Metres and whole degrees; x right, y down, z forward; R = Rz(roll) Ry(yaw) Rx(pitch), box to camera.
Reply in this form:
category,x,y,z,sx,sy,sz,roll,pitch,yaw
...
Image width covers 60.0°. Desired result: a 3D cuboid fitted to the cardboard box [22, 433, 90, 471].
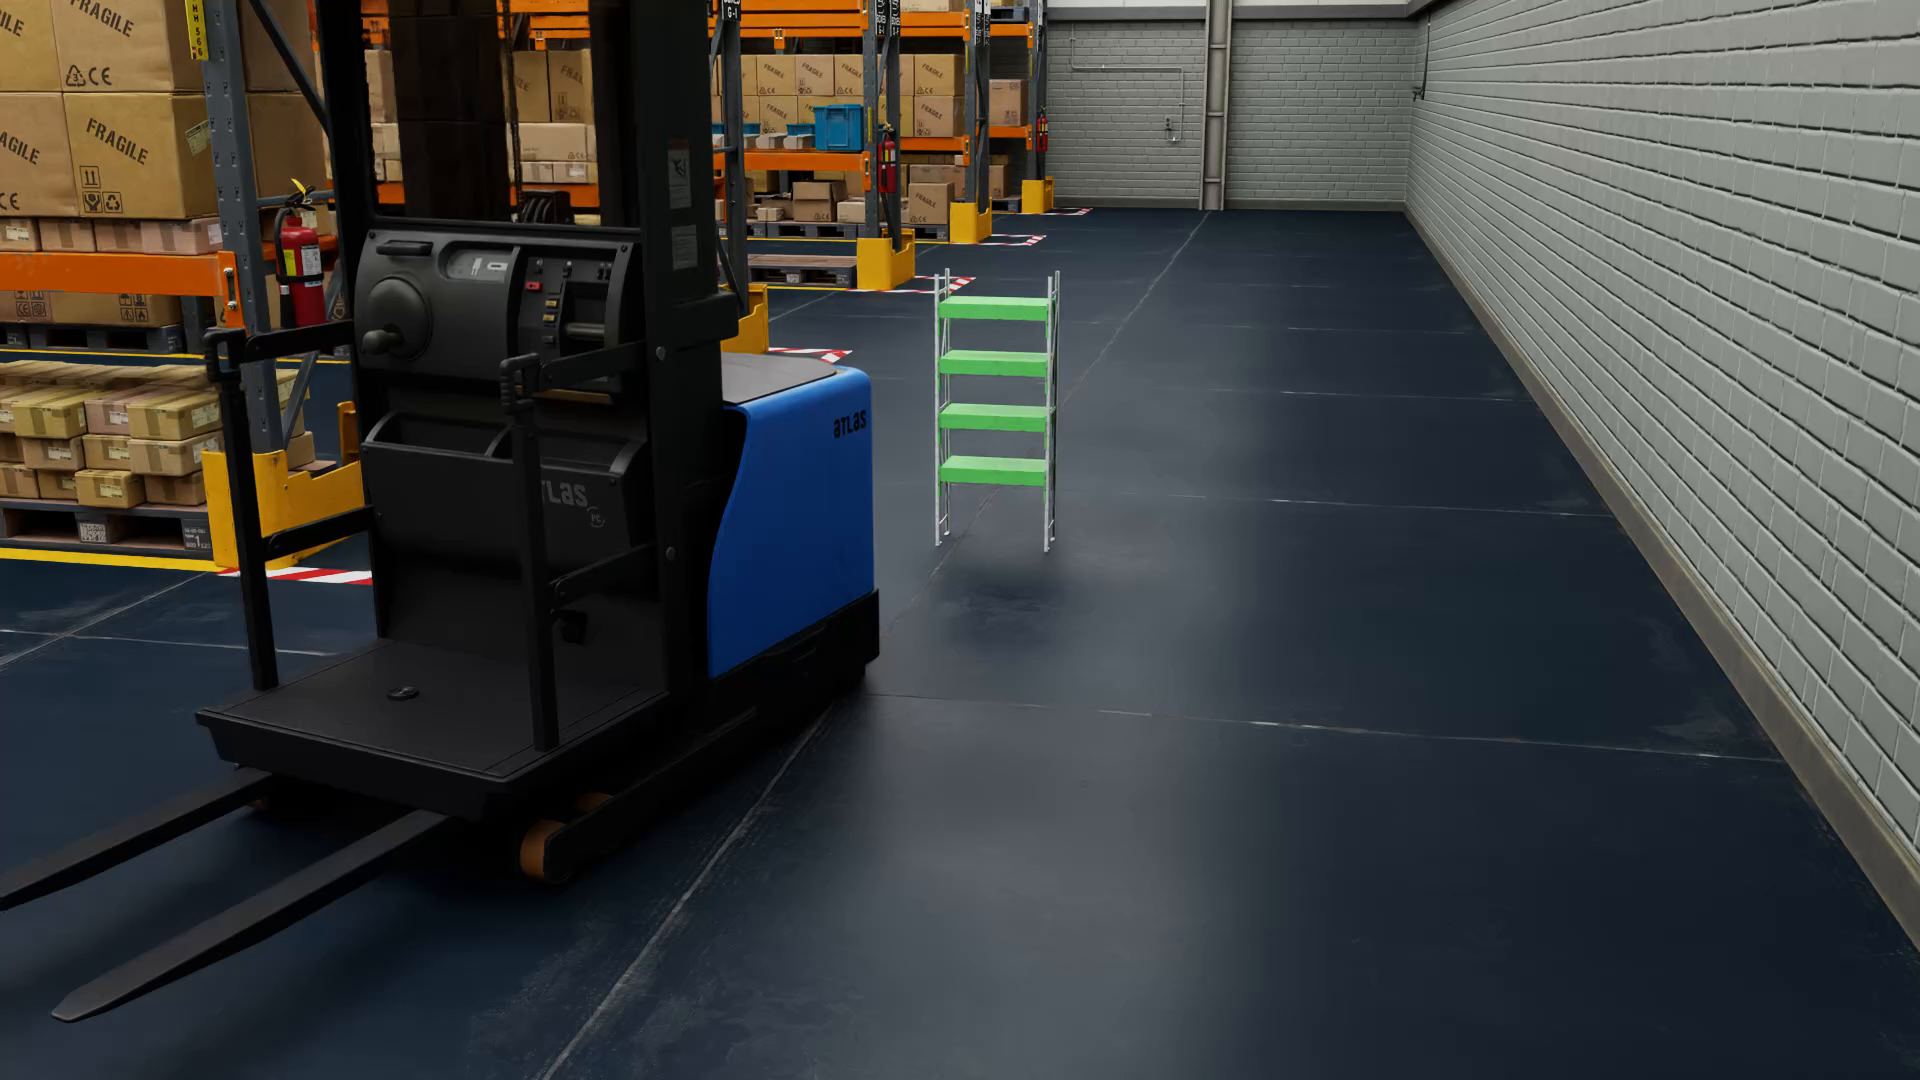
category,x,y,z,sx,sy,sz,roll,pitch,yaw
cardboard box,-3.928,-0.424,7.401,0.250,0.149,0.380,2,16,9

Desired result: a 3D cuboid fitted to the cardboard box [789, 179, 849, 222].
category,x,y,z,sx,sy,sz,roll,pitch,yaw
cardboard box,-1.856,-4.478,21.892,0.637,0.503,0.797,3,16,11

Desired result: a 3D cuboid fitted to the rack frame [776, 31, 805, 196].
category,x,y,z,sx,sy,sz,roll,pitch,yaw
rack frame,-2.715,-6.864,26.652,0.127,3.000,1.000,3,16,11

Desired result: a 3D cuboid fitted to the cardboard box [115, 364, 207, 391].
category,x,y,z,sx,sy,sz,roll,pitch,yaw
cardboard box,-3.805,-0.734,7.961,0.250,0.149,0.380,3,16,11

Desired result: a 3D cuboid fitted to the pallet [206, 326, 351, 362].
category,x,y,z,sx,sy,sz,roll,pitch,yaw
pallet,-4.947,-1.572,12.771,1.213,0.211,1.003,3,16,11

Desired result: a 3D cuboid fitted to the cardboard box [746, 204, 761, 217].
category,x,y,z,sx,sy,sz,roll,pitch,yaw
cardboard box,-2.704,-4.446,22.439,0.250,0.149,0.380,3,16,11

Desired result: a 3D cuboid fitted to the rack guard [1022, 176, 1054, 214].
category,x,y,z,sx,sy,sz,roll,pitch,yaw
rack guard,1.228,-5.445,26.213,0.348,0.500,1.175,3,16,11

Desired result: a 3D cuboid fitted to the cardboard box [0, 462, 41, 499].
category,x,y,z,sx,sy,sz,roll,pitch,yaw
cardboard box,-4.160,-0.307,7.536,0.250,0.149,0.380,3,16,12

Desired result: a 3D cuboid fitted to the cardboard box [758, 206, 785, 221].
category,x,y,z,sx,sy,sz,roll,pitch,yaw
cardboard box,-2.481,-4.292,21.851,0.250,0.166,0.380,3,16,11

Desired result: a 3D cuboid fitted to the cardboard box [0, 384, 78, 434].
category,x,y,z,sx,sy,sz,roll,pitch,yaw
cardboard box,-4.168,-0.588,7.435,0.250,0.149,0.380,2,16,9

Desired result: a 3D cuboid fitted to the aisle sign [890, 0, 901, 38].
category,x,y,z,sx,sy,sz,roll,pitch,yaw
aisle sign,-0.640,-5.386,16.448,0.004,0.787,0.394,3,16,11

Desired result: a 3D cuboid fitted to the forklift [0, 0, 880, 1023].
category,x,y,z,sx,sy,sz,roll,pitch,yaw
forklift,-1.379,-0.657,4.375,1.130,2.935,3.031,7,17,25

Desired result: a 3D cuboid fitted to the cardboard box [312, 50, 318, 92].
category,x,y,z,sx,sy,sz,roll,pitch,yaw
cardboard box,-4.777,-3.289,12.064,0.500,0.500,0.500,3,16,11

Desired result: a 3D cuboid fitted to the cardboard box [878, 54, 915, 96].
category,x,y,z,sx,sy,sz,roll,pitch,yaw
cardboard box,-0.765,-5.864,20.981,0.500,0.500,0.500,4,16,13

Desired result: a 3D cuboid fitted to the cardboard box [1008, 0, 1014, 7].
category,x,y,z,sx,sy,sz,roll,pitch,yaw
cardboard box,0.538,-8.378,25.806,0.500,0.250,0.500,4,16,14

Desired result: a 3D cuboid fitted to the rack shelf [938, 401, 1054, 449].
category,x,y,z,sx,sy,sz,roll,pitch,yaw
rack shelf,0.162,-0.508,7.317,0.480,0.148,0.258,3,16,11

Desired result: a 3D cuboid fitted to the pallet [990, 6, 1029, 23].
category,x,y,z,sx,sy,sz,roll,pitch,yaw
pallet,0.476,-8.091,25.628,1.213,0.211,1.003,3,16,11

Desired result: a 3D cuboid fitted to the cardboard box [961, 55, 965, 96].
category,x,y,z,sx,sy,sz,roll,pitch,yaw
cardboard box,-0.161,-5.978,21.393,0.500,0.500,0.500,4,16,13

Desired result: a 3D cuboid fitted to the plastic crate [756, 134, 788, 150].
category,x,y,z,sx,sy,sz,roll,pitch,yaw
plastic crate,-1.886,-3.977,16.610,0.243,0.136,0.396,3,16,11

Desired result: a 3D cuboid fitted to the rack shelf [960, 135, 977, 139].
category,x,y,z,sx,sy,sz,roll,pitch,yaw
rack shelf,-1.739,-5.243,21.650,3.809,0.052,0.919,3,16,11

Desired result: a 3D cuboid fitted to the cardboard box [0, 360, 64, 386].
category,x,y,z,sx,sy,sz,roll,pitch,yaw
cardboard box,-4.583,-0.769,8.087,0.250,0.149,0.380,3,16,12

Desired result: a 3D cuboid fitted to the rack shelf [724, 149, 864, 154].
category,x,y,z,sx,sy,sz,roll,pitch,yaw
rack shelf,-2.729,-3.948,16.973,3.809,0.052,0.919,3,16,11

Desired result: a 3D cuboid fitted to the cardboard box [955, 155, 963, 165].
category,x,y,z,sx,sy,sz,roll,pitch,yaw
cardboard box,0.086,-5.945,26.016,0.250,0.149,0.380,4,16,13

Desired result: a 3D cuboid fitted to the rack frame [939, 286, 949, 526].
category,x,y,z,sx,sy,sz,roll,pitch,yaw
rack frame,-0.077,-0.582,7.346,0.006,1.046,0.228,3,16,11

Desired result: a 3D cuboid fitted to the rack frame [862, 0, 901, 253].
category,x,y,z,sx,sy,sz,roll,pitch,yaw
rack frame,-0.770,-4.060,16.528,0.127,3.000,1.000,3,16,11

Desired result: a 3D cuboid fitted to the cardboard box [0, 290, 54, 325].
category,x,y,z,sx,sy,sz,roll,pitch,yaw
cardboard box,-7.183,-2.231,13.121,0.875,0.875,1.225,3,16,9

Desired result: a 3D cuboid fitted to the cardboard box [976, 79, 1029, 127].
category,x,y,z,sx,sy,sz,roll,pitch,yaw
cardboard box,0.703,-6.820,25.933,0.700,0.700,0.980,4,16,14

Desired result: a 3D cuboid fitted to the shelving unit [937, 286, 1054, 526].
category,x,y,z,sx,sy,sz,roll,pitch,yaw
shelving unit,0.159,-0.570,7.301,0.487,1.046,0.258,3,16,11

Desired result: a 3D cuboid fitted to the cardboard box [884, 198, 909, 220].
category,x,y,z,sx,sy,sz,roll,pitch,yaw
cardboard box,-0.745,-4.372,21.982,0.500,0.250,0.500,3,16,11

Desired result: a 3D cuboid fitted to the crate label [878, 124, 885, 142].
category,x,y,z,sx,sy,sz,roll,pitch,yaw
crate label,-0.946,-4.107,16.901,0.303,0.233,0.416,3,16,11

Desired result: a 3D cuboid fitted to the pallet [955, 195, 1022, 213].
category,x,y,z,sx,sy,sz,roll,pitch,yaw
pallet,0.406,-5.329,26.336,1.213,0.211,1.003,3,16,11

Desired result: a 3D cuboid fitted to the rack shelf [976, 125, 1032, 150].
category,x,y,z,sx,sy,sz,roll,pitch,yaw
rack shelf,-0.755,-6.411,26.364,4.000,0.370,1.077,3,16,11

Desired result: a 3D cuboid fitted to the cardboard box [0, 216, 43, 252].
category,x,y,z,sx,sy,sz,roll,pitch,yaw
cardboard box,-3.959,-1.334,7.159,0.250,0.149,0.380,4,16,13

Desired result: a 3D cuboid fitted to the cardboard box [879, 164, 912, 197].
category,x,y,z,sx,sy,sz,roll,pitch,yaw
cardboard box,-1.009,-5.740,26.489,0.500,0.500,0.700,3,16,12

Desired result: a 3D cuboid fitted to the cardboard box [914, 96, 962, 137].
category,x,y,z,sx,sy,sz,roll,pitch,yaw
cardboard box,-0.272,-5.356,21.021,0.500,0.500,0.500,4,16,13

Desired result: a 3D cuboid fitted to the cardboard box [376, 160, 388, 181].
category,x,y,z,sx,sy,sz,roll,pitch,yaw
cardboard box,-4.182,-2.684,12.033,0.250,0.149,0.380,3,16,12

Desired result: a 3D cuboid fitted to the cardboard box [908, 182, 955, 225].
category,x,y,z,sx,sy,sz,roll,pitch,yaw
cardboard box,-0.361,-4.327,21.352,0.500,0.500,0.500,3,16,11

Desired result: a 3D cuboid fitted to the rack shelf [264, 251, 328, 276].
category,x,y,z,sx,sy,sz,roll,pitch,yaw
rack shelf,-4.804,-1.300,7.647,3.687,0.071,0.831,3,16,11

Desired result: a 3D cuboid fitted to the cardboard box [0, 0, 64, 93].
category,x,y,z,sx,sy,sz,roll,pitch,yaw
cardboard box,-3.839,-2.131,6.950,0.500,0.500,0.500,3,16,9

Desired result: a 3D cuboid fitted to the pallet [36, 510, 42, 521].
category,x,y,z,sx,sy,sz,roll,pitch,yaw
pallet,-4.899,-0.250,7.999,1.213,0.211,1.003,3,16,11

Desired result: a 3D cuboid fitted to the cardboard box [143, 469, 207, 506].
category,x,y,z,sx,sy,sz,roll,pitch,yaw
cardboard box,-3.401,-0.274,7.415,0.250,0.149,0.380,3,16,12

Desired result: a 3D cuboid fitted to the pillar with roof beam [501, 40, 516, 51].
category,x,y,z,sx,sy,sz,roll,pitch,yaw
pillar with roof beam,-8.594,-9.137,23.621,0.400,9.000,9.100,3,16,11

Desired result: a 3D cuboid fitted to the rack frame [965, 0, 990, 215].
category,x,y,z,sx,sy,sz,roll,pitch,yaw
rack frame,0.221,-5.355,21.205,0.127,3.000,1.000,3,16,11
